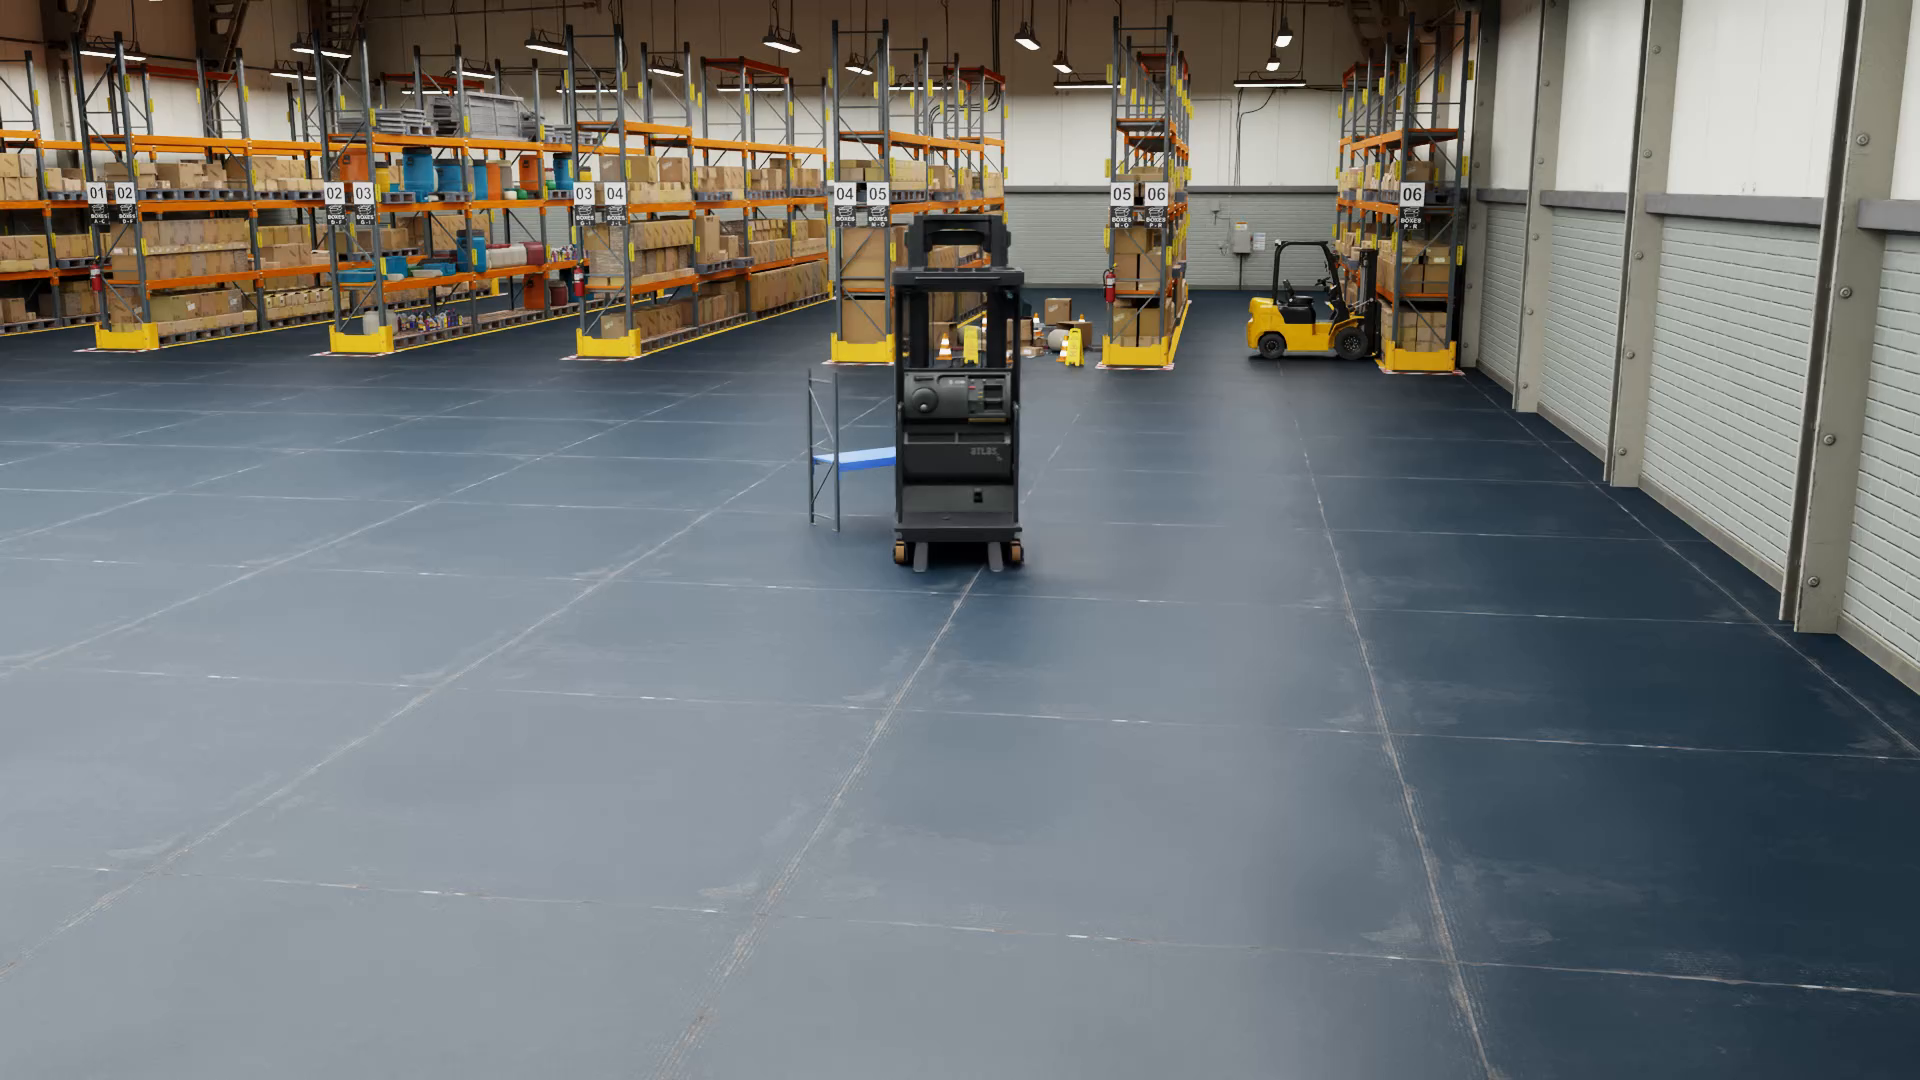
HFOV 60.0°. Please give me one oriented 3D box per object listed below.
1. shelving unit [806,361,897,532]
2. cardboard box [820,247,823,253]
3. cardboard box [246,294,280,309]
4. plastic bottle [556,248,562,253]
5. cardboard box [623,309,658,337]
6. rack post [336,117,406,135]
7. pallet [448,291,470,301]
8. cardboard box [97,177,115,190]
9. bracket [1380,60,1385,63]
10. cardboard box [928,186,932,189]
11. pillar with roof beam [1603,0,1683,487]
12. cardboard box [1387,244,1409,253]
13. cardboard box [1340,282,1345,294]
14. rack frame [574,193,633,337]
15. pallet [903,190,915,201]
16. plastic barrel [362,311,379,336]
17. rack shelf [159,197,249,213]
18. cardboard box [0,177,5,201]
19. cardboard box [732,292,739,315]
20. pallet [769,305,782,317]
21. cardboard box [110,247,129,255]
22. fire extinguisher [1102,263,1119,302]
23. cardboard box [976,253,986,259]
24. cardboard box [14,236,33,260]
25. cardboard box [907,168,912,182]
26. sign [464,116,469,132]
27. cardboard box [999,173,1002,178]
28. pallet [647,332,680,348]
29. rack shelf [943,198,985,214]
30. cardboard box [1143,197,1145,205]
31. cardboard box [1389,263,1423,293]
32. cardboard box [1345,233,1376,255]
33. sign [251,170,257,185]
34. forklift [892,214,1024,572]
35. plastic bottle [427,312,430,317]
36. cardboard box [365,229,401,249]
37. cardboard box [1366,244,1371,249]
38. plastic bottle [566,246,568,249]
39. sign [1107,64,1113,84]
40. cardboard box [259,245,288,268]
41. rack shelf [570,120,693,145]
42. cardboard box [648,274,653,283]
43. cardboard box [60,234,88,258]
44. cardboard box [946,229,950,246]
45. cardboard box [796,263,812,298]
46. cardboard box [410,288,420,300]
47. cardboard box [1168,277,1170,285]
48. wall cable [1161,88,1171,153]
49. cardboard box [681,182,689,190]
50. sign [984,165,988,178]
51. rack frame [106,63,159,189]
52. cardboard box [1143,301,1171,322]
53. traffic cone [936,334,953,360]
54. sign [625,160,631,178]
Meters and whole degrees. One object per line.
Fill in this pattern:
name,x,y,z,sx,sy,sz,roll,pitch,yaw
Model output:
shelving unit,-0.884,-0.916,15.942,1.048,1.500,0.538,-9,15,-36
cardboard box,-3.990,-7.960,45.660,0.380,0.149,0.250,2,12,9
cardboard box,-15.506,-5.311,36.972,0.500,0.311,0.500,2,12,9
plastic bottle,-10.131,-7.259,42.109,0.152,0.276,0.135,2,12,9
cardboard box,-6.357,-4.311,33.071,0.500,0.500,0.500,3,13,14
rack post,-11.295,-7.945,31.944,0.937,0.300,0.954,3,13,15
pallet,-14.293,-6.797,46.290,1.003,0.211,1.213,2,12,9
cardboard box,-20.387,-8.350,39.462,0.797,0.503,0.637,4,13,17
bracket,11.007,-12.402,42.895,0.076,0.066,4.783,2,12,9
cardboard box,-0.738,-7.400,34.708,0.250,0.149,0.380,2,12,9
pillar with roof beam,2.953,-5.152,17.796,9.100,9.000,0.400,2,12,9
cardboard box,7.998,-5.324,30.350,0.380,0.149,0.250,2,12,10
cardboard box,9.998,-6.259,42.110,0.700,0.500,0.500,1,12,7
rack frame,-6.643,-4.943,31.067,1.000,3.000,0.127,2,12,9
pallet,-1.469,-6.594,31.817,1.003,0.211,1.213,2,12,9
plastic barrel,-11.511,-4.232,32.677,0.421,0.512,0.421,0,12,0
rack shelf,-19.788,-8.621,42.720,1.077,0.370,4.000,2,12,9
cardboard box,-20.683,-7.448,35.284,0.500,0.500,0.500,1,12,6
cardboard box,-5.496,-5.462,38.362,0.700,0.500,0.500,1,12,6
pallet,-5.027,-5.660,41.014,1.003,0.211,1.213,2,12,9
cardboard box,-16.560,-5.717,32.879,0.380,0.149,0.250,2,12,8
fire extinguisher,2.676,-4.575,29.544,0.296,0.674,0.183,2,12,9
cardboard box,0.455,-7.185,42.066,0.380,0.149,0.250,2,12,11
cardboard box,-20.549,-6.348,36.114,0.500,0.500,0.500,2,12,8
cardboard box,-1.198,-6.961,31.728,0.500,0.250,0.500,2,12,8
sign,-10.380,-8.747,34.972,0.100,0.325,0.005,2,12,9
cardboard box,0.942,-9.846,44.919,0.380,0.149,0.250,2,12,8
pallet,-6.281,-4.017,33.389,1.003,0.211,1.213,2,12,9
rack shelf,-0.220,-7.958,39.643,1.077,0.370,4.000,2,12,9
cardboard box,3.473,-6.082,29.827,0.380,0.149,0.250,1,12,7
cardboard box,7.871,-4.622,29.339,0.500,0.500,0.500,2,12,7
cardboard box,9.525,-7.013,39.437,0.700,0.500,0.500,2,12,9
sign,-15.267,-7.838,35.963,0.100,0.325,0.005,2,12,9
forklift,-0.018,-1.287,14.267,1.130,2.935,3.031,0,12,0
plastic bottle,-11.321,-4.700,35.342,0.061,0.283,0.133,2,12,9
cardboard box,-14.922,-7.781,42.999,0.700,0.500,0.500,4,13,18
cardboard box,8.634,-6.064,34.489,0.380,0.149,0.250,2,12,7
plastic bottle,-10.190,-7.454,42.996,0.061,0.283,0.133,2,12,9
sign,2.604,-8.111,28.933,0.100,0.325,0.005,2,12,9
cardboard box,-15.600,-6.416,37.662,0.500,0.500,0.500,3,12,13
rack shelf,-6.335,-7.939,32.443,1.077,0.370,4.000,2,12,9
cardboard box,-6.190,-5.080,32.296,0.380,0.149,0.250,2,12,9
cardboard box,-20.506,-6.742,38.133,0.700,0.500,0.500,3,13,14
cardboard box,-0.606,-6.871,37.403,0.700,0.500,0.500,2,12,8
cardboard box,-4.478,-6.930,44.333,0.875,0.875,0.875,2,12,9
cardboard box,-14.462,-6.541,43.372,0.500,0.500,0.500,2,12,9
cardboard box,3.790,-4.937,31.633,0.380,0.149,0.250,2,12,9
wall cable,6.206,-12.079,49.937,0.463,3.000,0.029,2,12,9
cardboard box,-5.792,-7.287,34.231,0.380,0.149,0.250,2,12,10
sign,0.637,-9.154,41.323,0.100,0.325,0.005,2,12,9
rack frame,-20.096,-10.023,40.397,1.000,3.000,0.127,2,12,9
cardboard box,3.785,-4.338,32.011,0.500,0.500,0.500,3,12,12
traffic cone,-0.273,-3.586,30.791,0.336,0.463,0.334,2,12,9
sign,-6.107,-6.819,30.578,0.100,0.325,0.005,2,12,9
